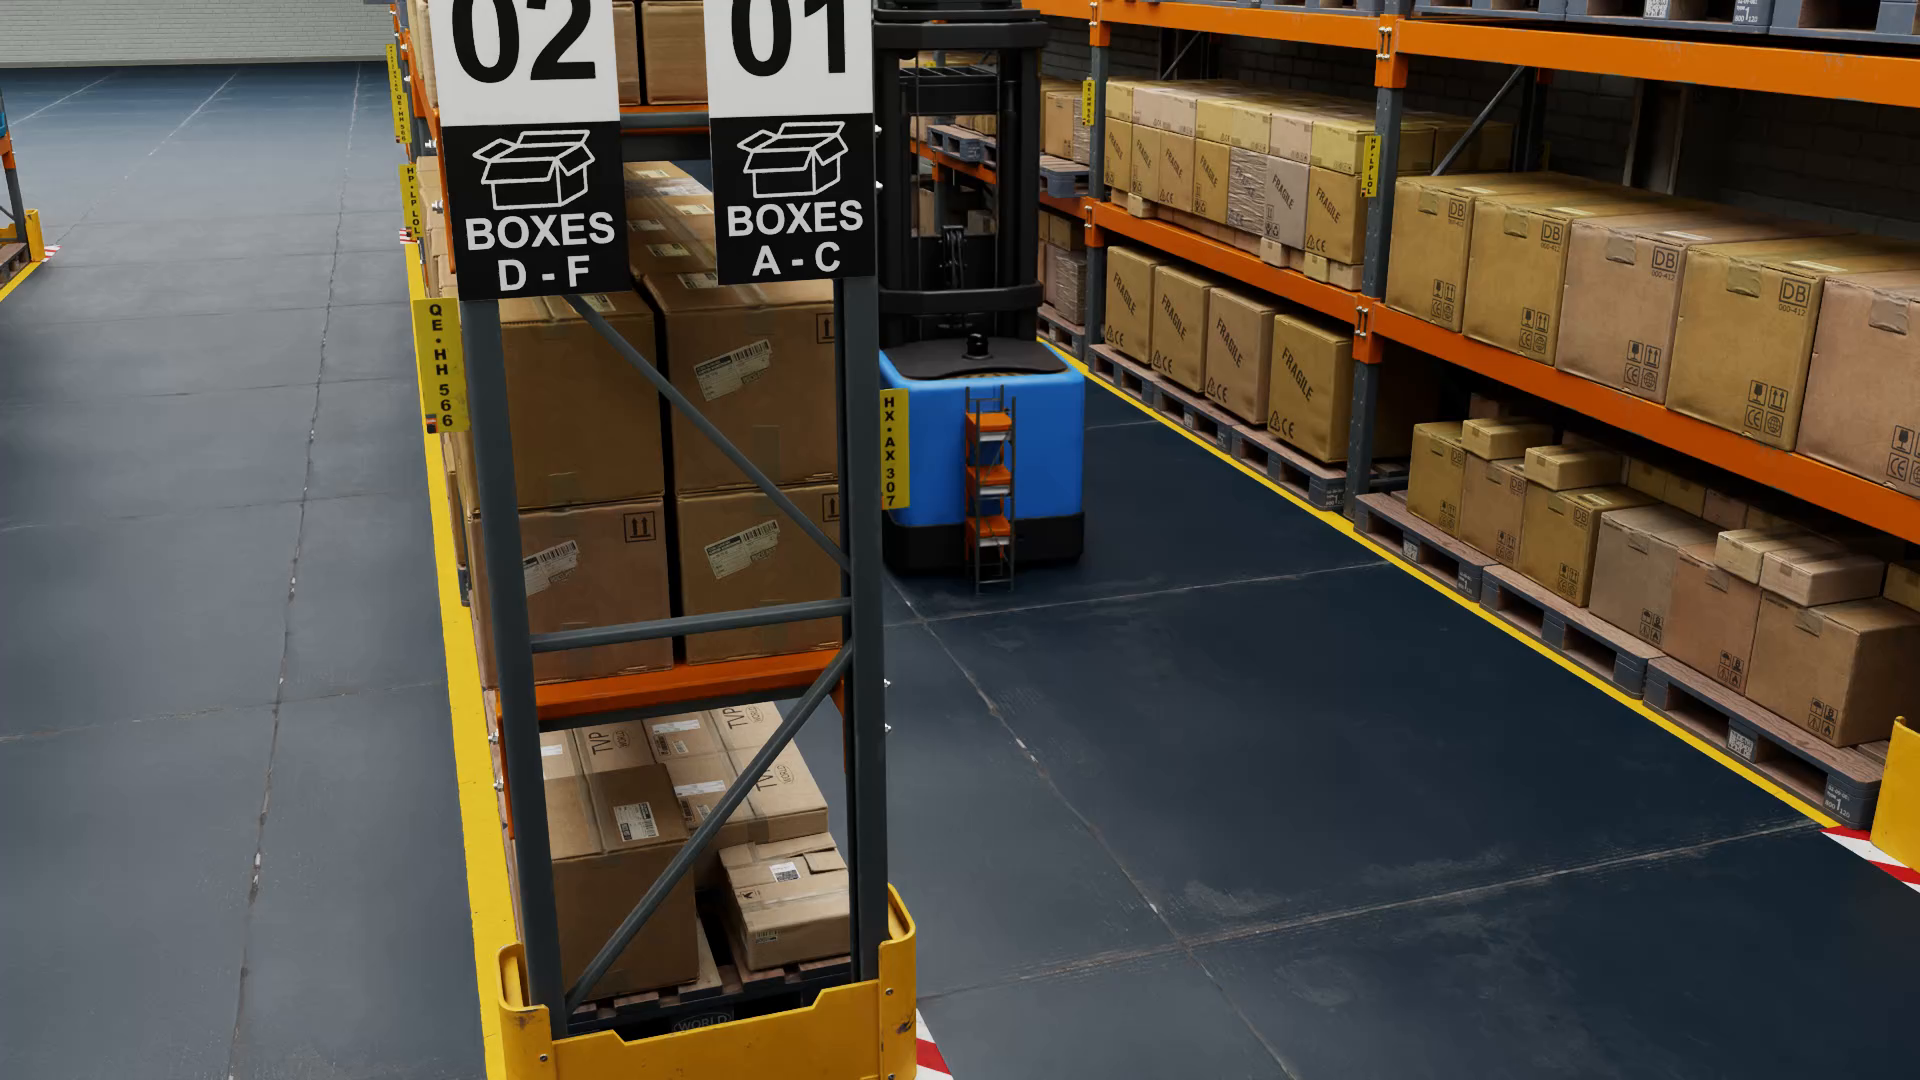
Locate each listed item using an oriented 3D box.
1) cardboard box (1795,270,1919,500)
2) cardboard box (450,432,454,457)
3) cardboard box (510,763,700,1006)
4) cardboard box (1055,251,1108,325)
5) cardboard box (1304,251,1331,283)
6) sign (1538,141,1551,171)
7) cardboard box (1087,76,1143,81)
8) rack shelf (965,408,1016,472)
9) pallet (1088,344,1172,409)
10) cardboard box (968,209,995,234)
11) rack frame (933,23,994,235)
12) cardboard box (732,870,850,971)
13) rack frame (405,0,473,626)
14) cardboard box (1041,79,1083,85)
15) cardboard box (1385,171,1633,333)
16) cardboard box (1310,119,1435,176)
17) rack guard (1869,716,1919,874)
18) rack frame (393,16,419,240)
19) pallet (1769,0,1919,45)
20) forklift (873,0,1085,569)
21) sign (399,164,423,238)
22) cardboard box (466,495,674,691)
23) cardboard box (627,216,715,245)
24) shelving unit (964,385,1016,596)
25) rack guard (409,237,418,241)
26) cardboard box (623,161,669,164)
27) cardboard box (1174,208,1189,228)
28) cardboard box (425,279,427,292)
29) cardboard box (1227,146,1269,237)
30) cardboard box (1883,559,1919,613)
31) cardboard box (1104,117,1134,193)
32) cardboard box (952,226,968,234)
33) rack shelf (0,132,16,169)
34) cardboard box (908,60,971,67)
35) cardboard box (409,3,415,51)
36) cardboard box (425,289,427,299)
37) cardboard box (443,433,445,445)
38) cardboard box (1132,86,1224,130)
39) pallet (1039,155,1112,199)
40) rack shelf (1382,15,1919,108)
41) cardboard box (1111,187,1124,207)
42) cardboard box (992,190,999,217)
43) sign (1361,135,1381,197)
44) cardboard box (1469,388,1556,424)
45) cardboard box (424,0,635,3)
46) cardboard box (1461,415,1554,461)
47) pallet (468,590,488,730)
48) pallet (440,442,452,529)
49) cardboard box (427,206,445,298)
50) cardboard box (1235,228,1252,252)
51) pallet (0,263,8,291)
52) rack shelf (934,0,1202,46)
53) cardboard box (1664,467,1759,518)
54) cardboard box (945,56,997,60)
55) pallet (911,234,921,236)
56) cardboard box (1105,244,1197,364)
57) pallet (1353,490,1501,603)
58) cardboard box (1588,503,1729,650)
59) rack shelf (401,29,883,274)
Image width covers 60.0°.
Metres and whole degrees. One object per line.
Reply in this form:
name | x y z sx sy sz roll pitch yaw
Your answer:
cardboard box | 3.835 -0.603 6.213 0.980 0.700 0.700 -5 20 -15
cardboard box | -1.734 -0.585 6.459 0.500 0.500 0.500 -6 21 -17
cardboard box | -1.102 1.050 5.104 0.500 0.500 0.500 -6 21 -17
cardboard box | 1.214 -2.122 13.935 0.700 0.500 0.500 -6 21 -16
cardboard box | 2.270 -1.631 9.861 0.380 0.149 0.250 -6 21 -16
sign | 3.274 -2.087 9.391 0.100 0.325 0.005 -6 21 -17
cardboard box | 1.238 -3.635 13.340 0.380 0.149 0.250 -10 22 -26
rack shelf | 0.154 -0.511 8.478 0.215 0.259 0.240 -4 20 -12
pallet | 1.666 -1.293 12.703 1.003 0.211 1.213 -6 21 -17
cardboard box | 0.480 -2.946 16.228 0.700 0.500 0.500 -6 21 -15
rack frame | 0.233 -4.150 16.533 1.000 3.000 0.127 -6 21 -17
cardboard box | -0.502 1.192 5.226 0.380 0.149 0.250 -6 21 -17
rack frame | -1.954 -1.055 7.916 1.000 3.000 0.127 -6 21 -17
cardboard box | 0.766 -3.849 14.896 0.700 0.500 0.500 -4 20 -10
cardboard box | 2.902 -1.548 8.845 0.980 0.700 0.700 -6 21 -16
cardboard box | 2.358 -2.255 9.529 0.500 0.250 0.500 -6 21 -16
rack guard | 4.012 0.885 6.212 1.175 0.500 0.348 -6 21 -17
rack frame | -5.726 -4.906 18.638 1.000 3.000 0.127 -6 21 -17
pallet | 3.761 -1.906 5.979 1.003 0.211 1.213 -6 21 -17
forklift | -0.142 -1.686 9.776 1.130 2.935 3.031 -4 20 -12
sign | -2.480 -1.540 7.553 0.100 0.325 0.005 -6 21 -17
cardboard box | -1.096 0.067 4.645 0.500 0.500 0.500 -6 21 -16
cardboard box | -0.910 -0.787 5.544 0.500 0.500 0.500 -6 21 -16
shelving unit | 0.154 -0.254 8.570 0.215 1.050 0.252 -4 20 -12
rack guard | -5.733 -3.737 19.082 1.175 0.500 0.348 -6 21 -17
cardboard box | -1.549 -1.438 7.355 0.500 0.500 0.500 -6 21 -17
cardboard box | 1.734 -2.301 11.727 0.380 0.149 0.250 -6 21 -16
cardboard box | -4.091 -2.137 13.547 0.500 0.311 0.500 -6 21 -16
cardboard box | 2.043 -2.225 10.557 0.500 0.500 0.500 -6 21 -17
cardboard box | 3.919 0.179 6.597 0.380 0.149 0.250 -6 21 -17
cardboard box | 1.400 -2.880 12.379 0.500 0.500 0.500 -6 21 -16
cardboard box | 0.036 -3.192 17.406 0.380 0.166 0.250 -9 22 -24
rack shelf | -9.801 -3.400 15.510 1.077 0.370 4.000 -6 21 -17
cardboard box | -0.209 -4.560 16.759 0.500 0.500 0.500 -6 21 -17
cardboard box | -1.727 -1.892 6.032 0.500 0.250 0.500 -6 21 -17
cardboard box | -4.418 -2.206 14.567 0.500 0.250 0.500 -6 21 -16
cardboard box | -2.686 -0.534 9.513 0.500 0.500 0.500 -6 21 -17
cardboard box | 1.558 -3.070 11.800 0.500 0.250 0.500 -7 21 -18
pallet | 1.165 -2.993 13.596 1.213 0.211 1.003 -6 21 -17
rack shelf | 3.376 -2.014 7.213 1.077 0.370 4.000 -6 21 -17
cardboard box | 1.374 -2.627 12.635 0.380 0.149 0.250 -7 21 -18
cardboard box | 0.622 -3.158 15.709 0.500 0.250 0.500 -7 21 -18
sign | 2.235 -2.029 9.033 0.100 0.325 0.005 -6 21 -17
cardboard box | 3.028 -0.726 9.117 0.380 0.149 0.250 -7 21 -18
cardboard box | -1.100 -1.486 4.160 0.500 0.250 0.500 -6 21 -17
cardboard box | 2.819 -0.529 8.569 0.380 0.149 0.250 -6 21 -15
pallet | -1.739 0.478 7.774 1.003 0.211 1.213 -6 21 -17
pallet | -2.633 -0.392 10.195 1.003 0.211 1.213 -6 21 -17
cardboard box | -1.586 -0.895 5.845 0.500 0.500 0.500 -6 21 -16
cardboard box | 2.015 -1.964 10.790 0.380 0.149 0.250 -7 21 -19
pallet | -9.731 -2.397 15.778 1.003 0.211 1.213 -6 21 -17
rack shelf | 0.861 -4.581 14.360 1.077 0.370 4.000 -6 21 -17
cardboard box | 3.519 -0.227 7.729 0.380 0.149 0.250 -6 21 -17
cardboard box | 0.124 -4.781 17.373 0.500 0.500 0.500 -7 21 -18
pallet | -0.012 -3.049 17.593 1.003 0.211 1.213 -6 21 -17
cardboard box | 1.597 -1.802 12.555 0.750 0.750 0.750 -7 21 -18
pallet | 2.912 -0.018 9.154 1.003 0.211 1.213 -6 21 -17
cardboard box | 3.374 0.144 7.655 0.700 0.500 0.500 -7 21 -19
rack shelf | -1.326 -1.486 5.744 1.077 0.370 4.000 -6 21 -17
